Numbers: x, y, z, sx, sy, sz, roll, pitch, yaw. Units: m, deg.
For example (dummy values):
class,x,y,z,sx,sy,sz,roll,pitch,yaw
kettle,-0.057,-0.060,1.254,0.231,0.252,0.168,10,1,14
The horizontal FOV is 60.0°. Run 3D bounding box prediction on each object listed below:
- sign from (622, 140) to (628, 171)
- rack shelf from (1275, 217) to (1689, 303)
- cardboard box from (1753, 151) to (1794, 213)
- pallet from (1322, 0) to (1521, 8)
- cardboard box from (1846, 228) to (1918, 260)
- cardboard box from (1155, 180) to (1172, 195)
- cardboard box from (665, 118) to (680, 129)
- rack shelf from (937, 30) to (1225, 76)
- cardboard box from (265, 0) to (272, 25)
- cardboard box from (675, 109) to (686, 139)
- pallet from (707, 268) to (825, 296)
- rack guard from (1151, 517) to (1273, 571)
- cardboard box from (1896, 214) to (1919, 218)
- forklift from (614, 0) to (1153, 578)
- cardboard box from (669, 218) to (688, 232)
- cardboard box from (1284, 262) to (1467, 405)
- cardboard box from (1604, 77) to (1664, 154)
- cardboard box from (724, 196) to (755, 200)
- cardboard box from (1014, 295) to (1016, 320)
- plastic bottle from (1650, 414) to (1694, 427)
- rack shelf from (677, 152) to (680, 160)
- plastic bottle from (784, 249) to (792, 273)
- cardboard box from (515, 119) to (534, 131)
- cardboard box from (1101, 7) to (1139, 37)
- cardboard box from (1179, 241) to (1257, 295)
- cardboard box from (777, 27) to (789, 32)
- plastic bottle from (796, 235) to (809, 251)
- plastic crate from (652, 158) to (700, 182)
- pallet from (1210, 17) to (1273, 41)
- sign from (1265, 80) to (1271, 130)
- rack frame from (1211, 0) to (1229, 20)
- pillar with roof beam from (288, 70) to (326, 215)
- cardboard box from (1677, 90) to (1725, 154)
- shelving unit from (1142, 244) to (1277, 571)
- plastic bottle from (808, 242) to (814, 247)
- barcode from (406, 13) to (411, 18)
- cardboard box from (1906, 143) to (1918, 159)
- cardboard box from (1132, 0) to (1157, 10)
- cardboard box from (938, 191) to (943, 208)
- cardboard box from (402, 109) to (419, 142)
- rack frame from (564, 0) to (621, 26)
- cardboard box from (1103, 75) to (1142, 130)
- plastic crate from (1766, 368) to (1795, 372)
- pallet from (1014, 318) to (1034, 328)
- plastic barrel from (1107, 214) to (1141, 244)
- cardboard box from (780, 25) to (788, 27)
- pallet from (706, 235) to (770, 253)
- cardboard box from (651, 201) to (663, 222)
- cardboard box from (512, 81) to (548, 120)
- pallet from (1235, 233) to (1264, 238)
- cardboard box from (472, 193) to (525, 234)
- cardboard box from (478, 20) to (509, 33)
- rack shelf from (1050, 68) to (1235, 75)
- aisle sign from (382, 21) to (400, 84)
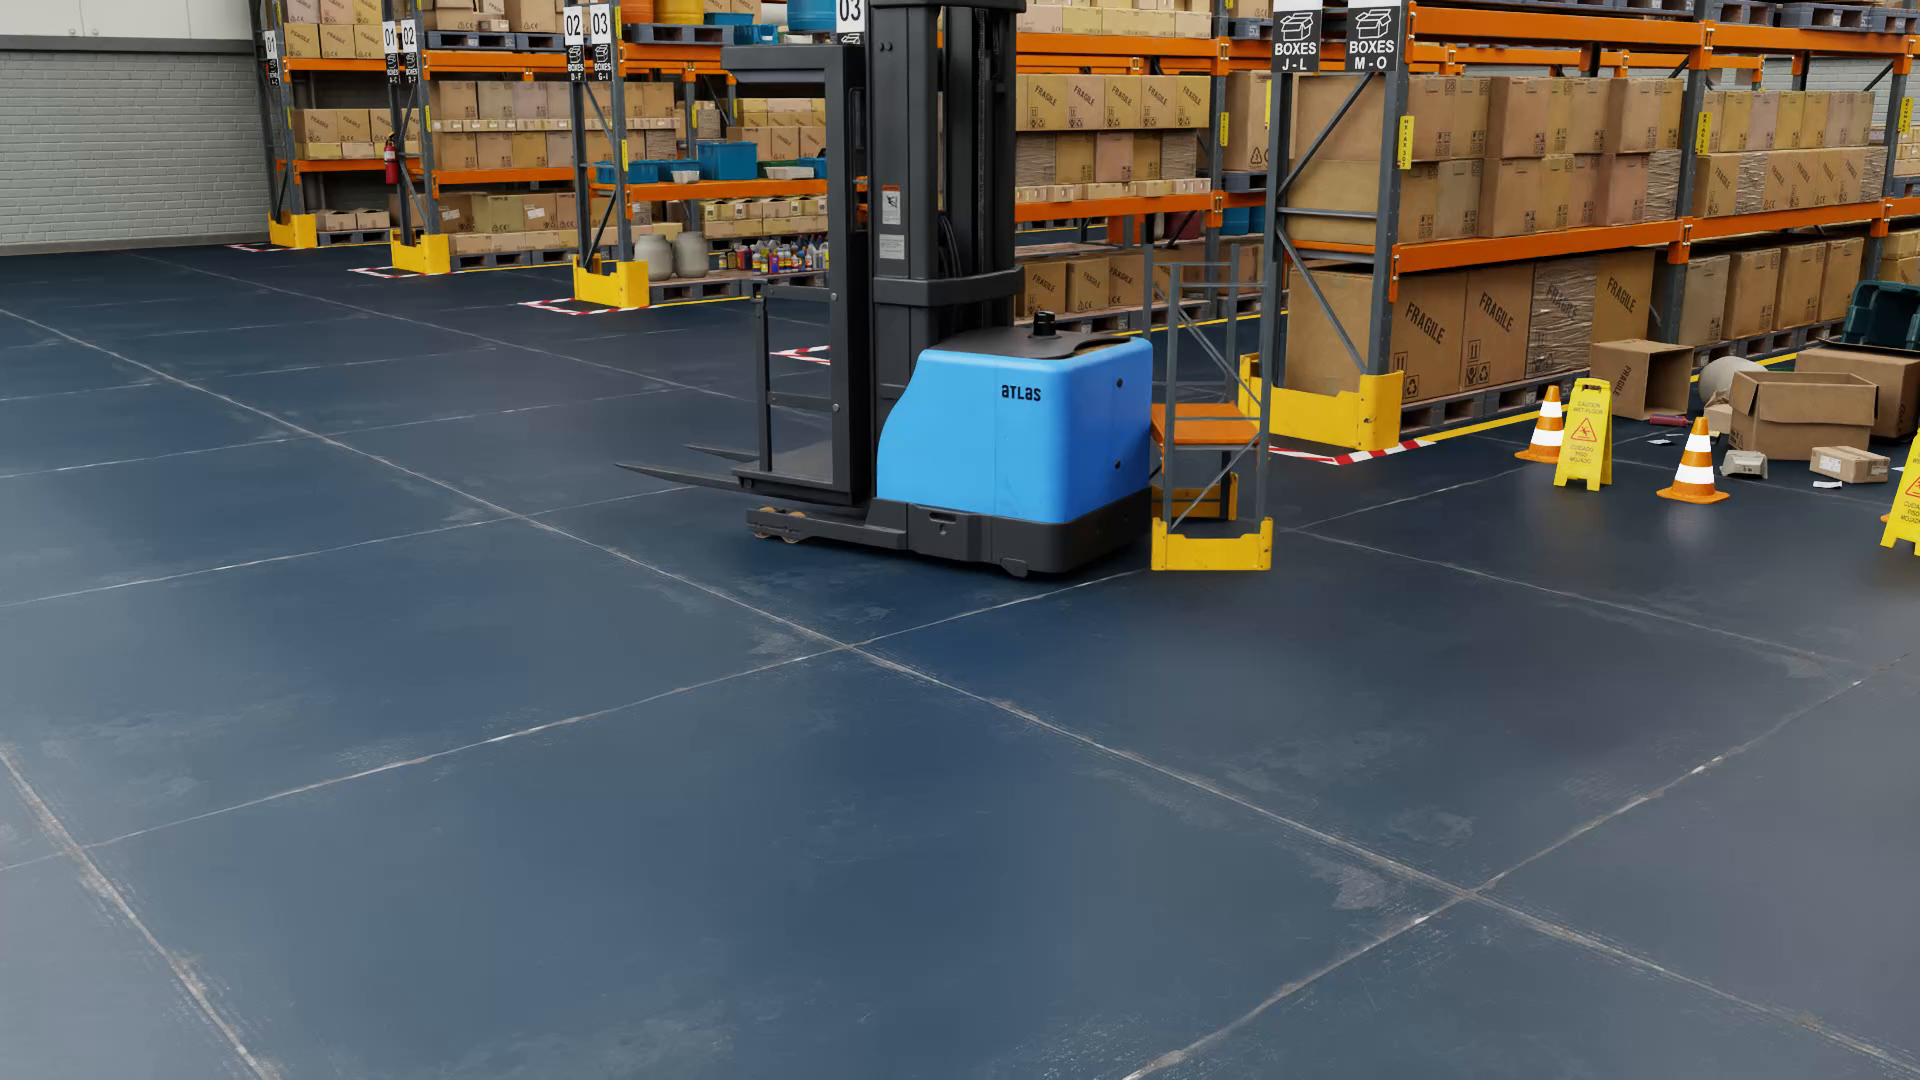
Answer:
class,x,y,z,sx,sy,sz,roll,pitch,yaw
sign,-3.610,-4.144,17.915,0.005,0.325,0.100,-13,19,-39
rack shelf,3.972,-2.162,12.427,4.000,0.370,1.077,-13,19,-39
cardboard box,6.813,-3.104,14.363,0.500,0.500,0.500,-13,20,-40
pallet,3.016,-3.705,11.168,1.213,0.211,1.003,-13,19,-39
cardboard box,9.177,-2.953,16.571,0.500,0.250,0.500,-14,20,-42
cardboard box,1.909,-3.545,16.697,0.250,0.149,0.380,-13,19,-39
cardboard box,-4.264,-6.034,24.078,0.250,0.149,0.380,-13,20,-39
rack shelf,0.792,-4.594,15.719,4.000,0.370,1.077,-13,19,-39
cardboard box,-10.318,-8.161,25.507,0.500,0.500,0.500,-12,19,-37
cardboard box,-5.188,-7.481,29.899,0.700,0.500,0.500,14,20,42
pallet,-2.405,-3.135,20.078,1.213,0.211,1.003,-13,19,-39
rack guard,1.240,0.019,8.195,0.587,0.250,0.087,0,15,-1
cardboard box,10.785,-3.488,18.571,0.500,0.250,0.500,-14,20,-42
forklift,-0.528,-1.502,8.693,3.031,2.935,1.130,9,18,31
cardboard box,-4.077,-4.762,25.278,0.500,0.250,0.500,-13,20,-40
cardboard box,2.931,-1.475,11.764,0.875,0.875,0.875,-13,19,-39
cardboard box,4.841,-3.271,12.801,0.550,0.550,0.875,-13,19,-39
cardboard box,-3.315,-5.204,25.847,0.500,0.311,0.500,-13,20,-40
cardboard box,0.194,-2.359,15.801,0.500,0.500,0.500,-7,17,-25
plastic bottle,5.057,-0.847,11.802,0.283,0.061,0.133,8,17,28
rack shelf,-5.945,-6.716,29.473,4.000,0.370,1.077,-13,19,-39
plastic bottle,-2.062,-3.334,19.853,0.097,0.271,0.097,0,15,0
cardboard box,-6.001,-5.644,22.618,0.250,0.149,0.380,-14,20,-41
cardboard box,1.347,-4.906,15.783,0.500,0.250,0.500,-13,20,-40
cardboard box,2.778,-2.936,17.921,0.700,0.500,0.500,14,21,43
cardboard box,-2.717,-7.652,25.250,0.500,0.250,0.500,14,20,42
plastic bottle,-1.974,-3.640,20.847,0.185,0.351,0.144,-14,20,-42
plastic crate,-3.293,-4.298,19.317,0.408,0.251,0.499,-13,19,-39
pallet,2.837,-5.274,17.232,1.003,0.211,1.213,-13,19,-39
sign,2.117,-2.953,11.290,0.005,0.325,0.100,-13,19,-39
rack frame,2.301,-6.730,16.507,0.127,3.000,1.000,-13,19,-39
pillar with roof beam,-7.685,-8.394,22.737,0.400,9.000,9.100,-13,19,-39
cardboard box,5.851,-3.465,13.779,0.500,0.500,0.700,-13,20,-40
shelving unit,1.234,-0.714,8.515,0.587,1.500,1.083,0,15,-1
plastic bottle,-1.862,-3.586,20.797,0.097,0.271,0.097,0,15,0
barcode,-7.306,-6.958,22.048,0.075,0.075,0.001,-13,19,-39
cardboard box,9.198,-3.841,16.413,0.250,0.149,0.380,-11,19,-37
cardboard box,1.660,-5.151,15.926,0.250,0.149,0.380,-13,20,-41
cardboard box,-0.345,-3.034,14.784,0.250,0.149,0.380,-13,19,-39
cardboard box,-8.759,-6.626,26.544,0.500,0.500,0.500,-12,19,-38
rack frame,-3.968,-7.016,17.580,0.127,3.000,1.000,-13,19,-39
cardboard box,1.388,-4.207,15.980,0.500,0.500,0.500,-13,19,-39
plastic crate,6.210,-1.233,12.893,0.662,0.188,0.450,-3,5,-11
pallet,-0.023,-1.950,15.642,1.213,0.211,1.003,-13,19,-39
plastic barrel,2.425,-4.714,23.976,0.708,0.830,0.600,-13,19,-39
cardboard box,-3.317,-9.396,31.257,0.500,0.500,0.700,-11,19,-37
pallet,-3.669,-4.546,25.359,1.213,0.211,1.003,-13,19,-39
cardboard box,-4.754,-4.980,24.641,0.500,0.500,0.500,-13,19,-39
cardboard box,-6.043,-6.019,22.764,0.500,0.500,0.700,-13,19,-39
pallet,4.475,-4.681,25.866,1.213,0.211,1.003,-13,19,-39
cardboard box,-6.290,-4.452,22.667,0.500,0.500,0.500,-13,19,-39
cardboard box,-6.213,-6.846,22.157,0.250,0.149,0.380,-13,19,-39
rack shelf,3.345,-8.556,30.551,4.000,0.370,1.077,-13,19,-39
aisle sign,-7.459,-6.385,21.804,0.004,0.787,0.394,-13,19,-39
